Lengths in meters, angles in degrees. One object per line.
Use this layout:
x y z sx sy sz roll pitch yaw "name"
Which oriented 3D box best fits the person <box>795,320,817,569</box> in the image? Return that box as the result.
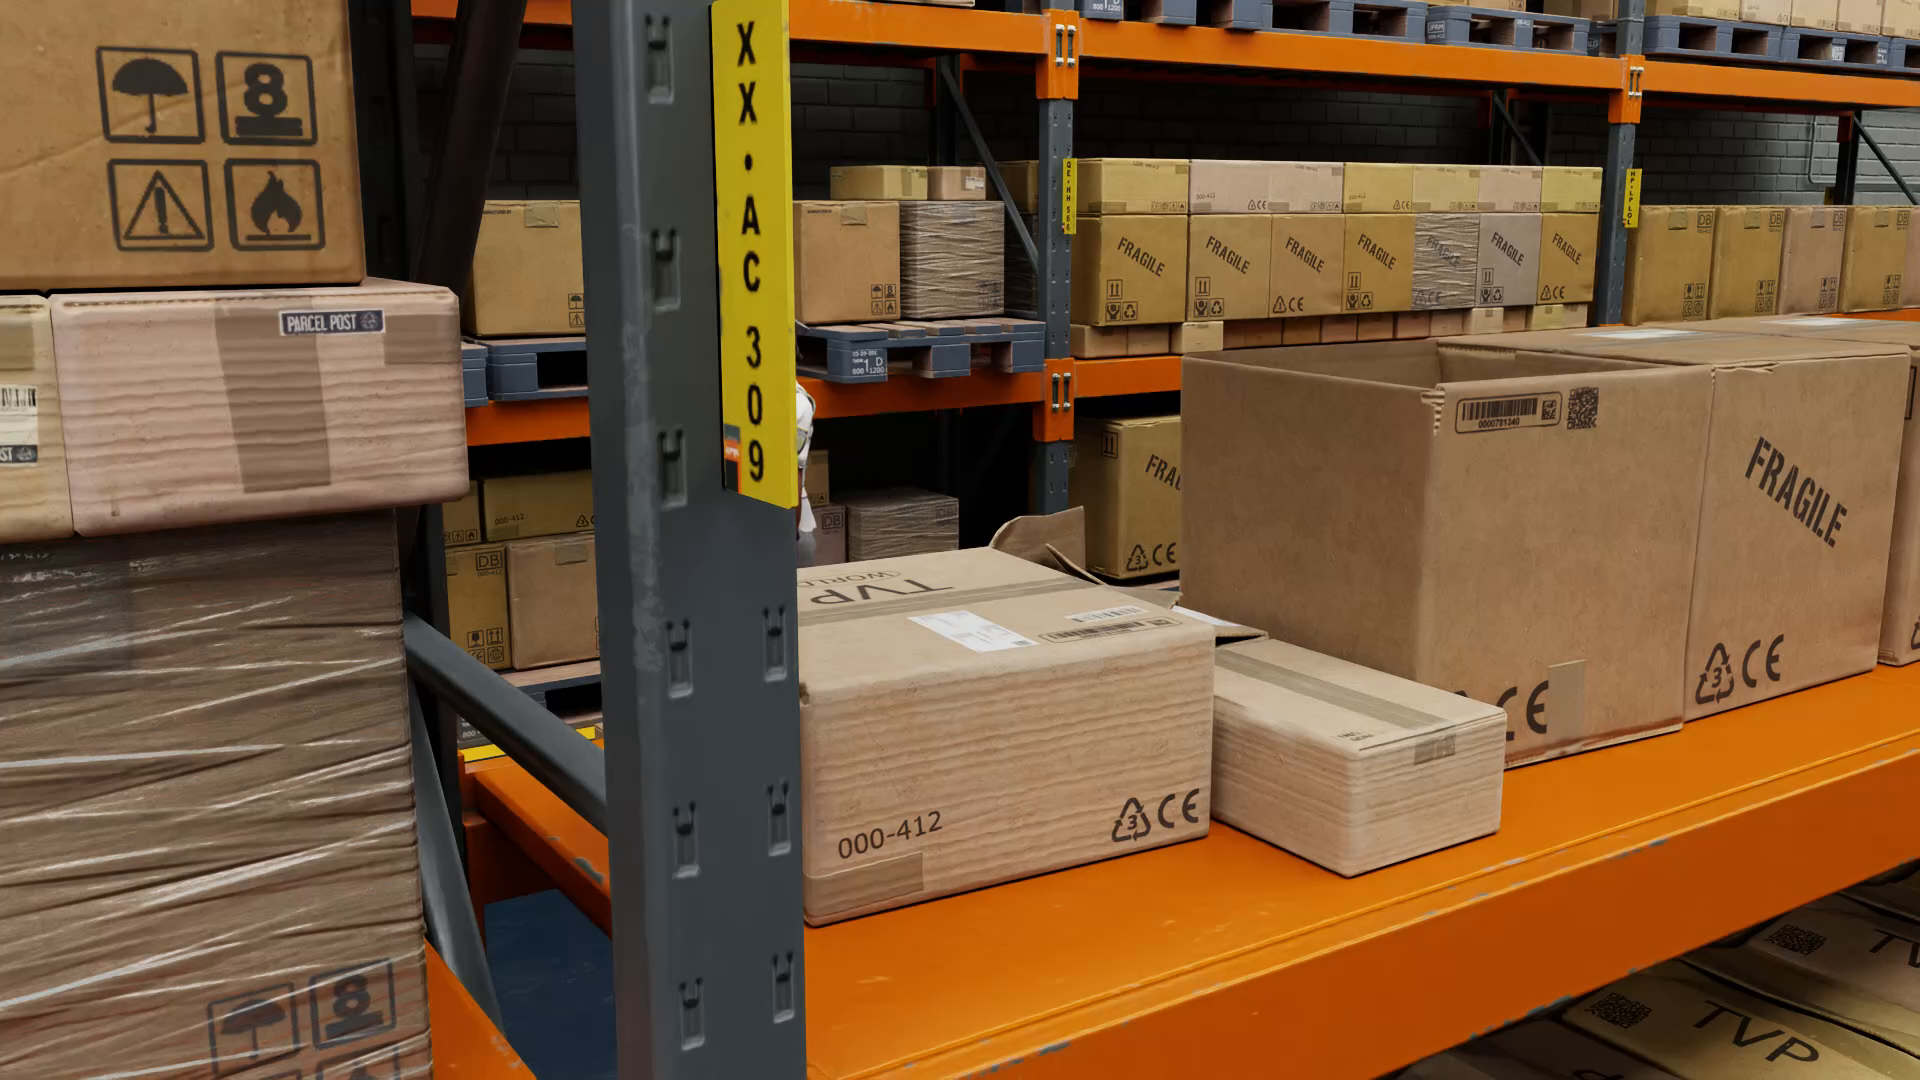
-0.749 0.019 5.799 0.616 1.688 0.455 -8 14 -33 "person"
